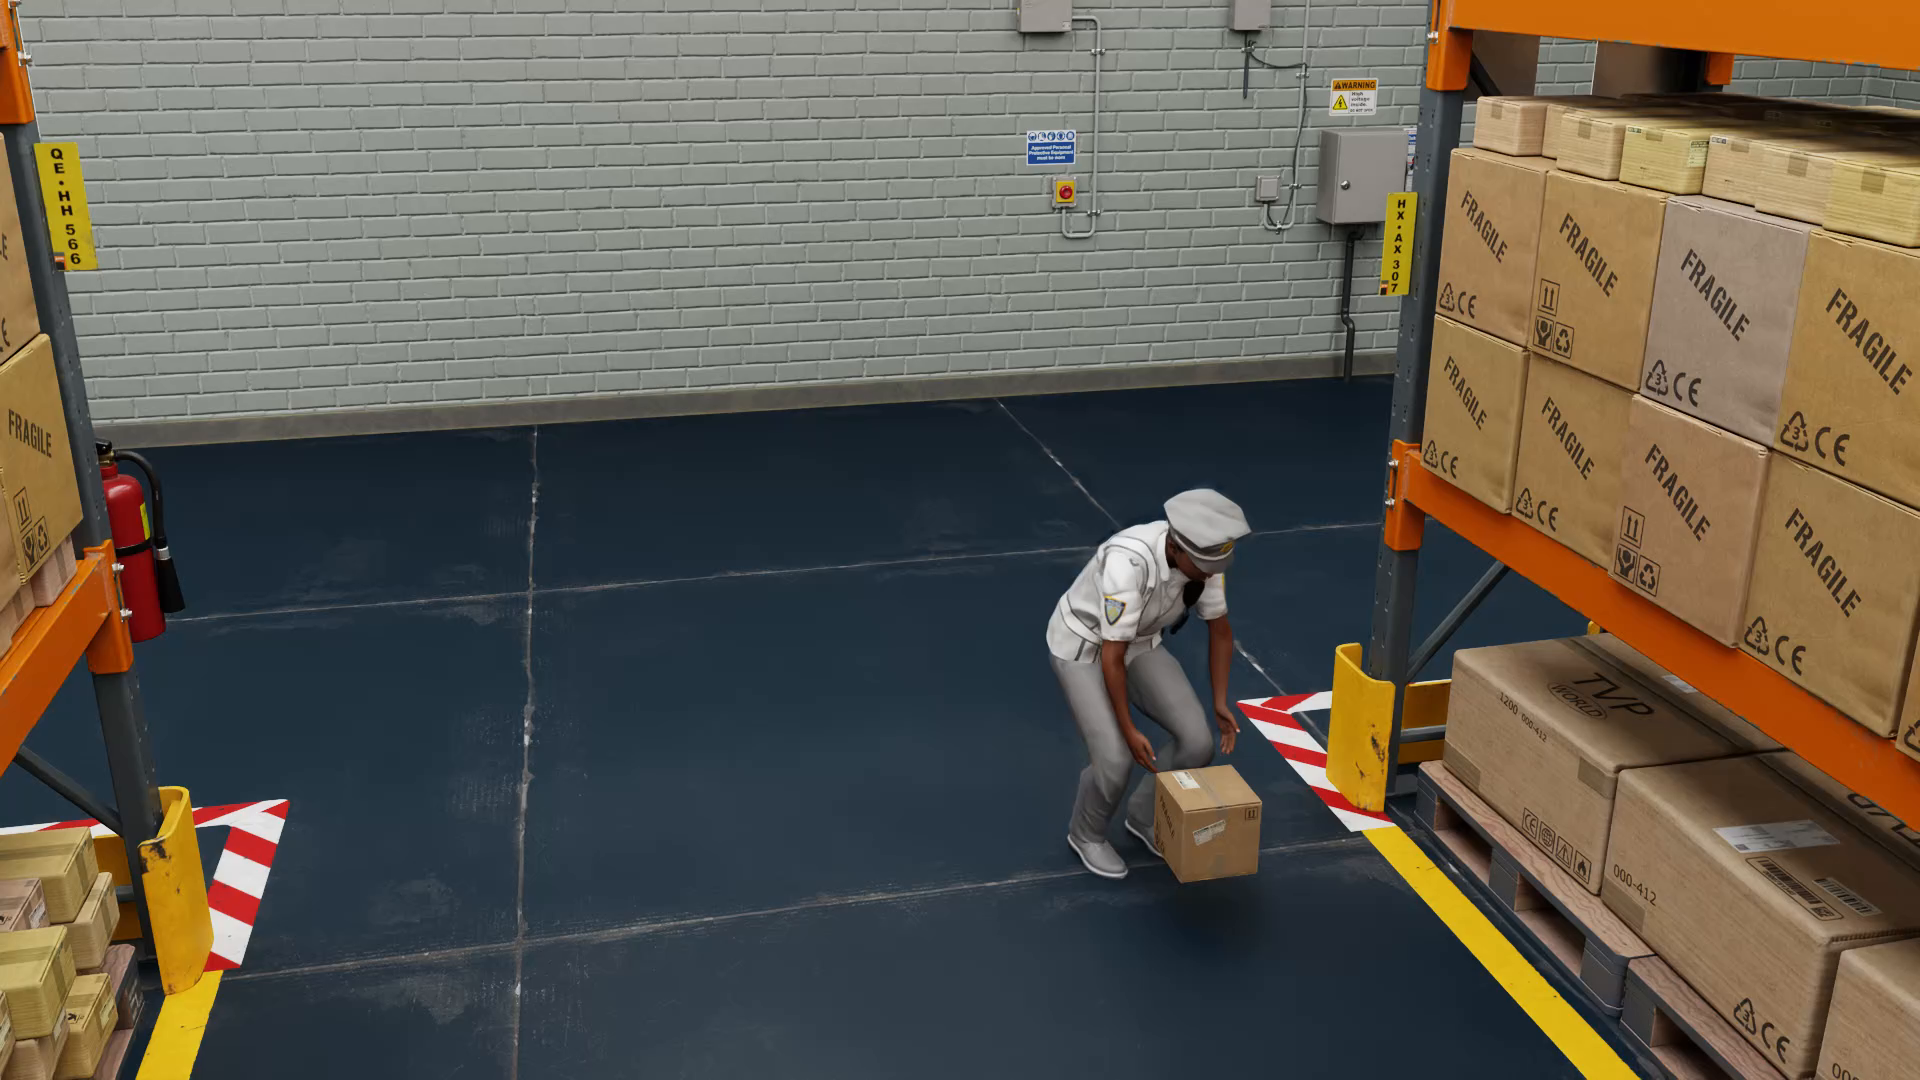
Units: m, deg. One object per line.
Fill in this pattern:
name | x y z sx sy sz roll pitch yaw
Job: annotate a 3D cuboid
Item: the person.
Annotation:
person | 0.613 0.434 5.365 0.497 1.333 0.739 -10 22 -26
